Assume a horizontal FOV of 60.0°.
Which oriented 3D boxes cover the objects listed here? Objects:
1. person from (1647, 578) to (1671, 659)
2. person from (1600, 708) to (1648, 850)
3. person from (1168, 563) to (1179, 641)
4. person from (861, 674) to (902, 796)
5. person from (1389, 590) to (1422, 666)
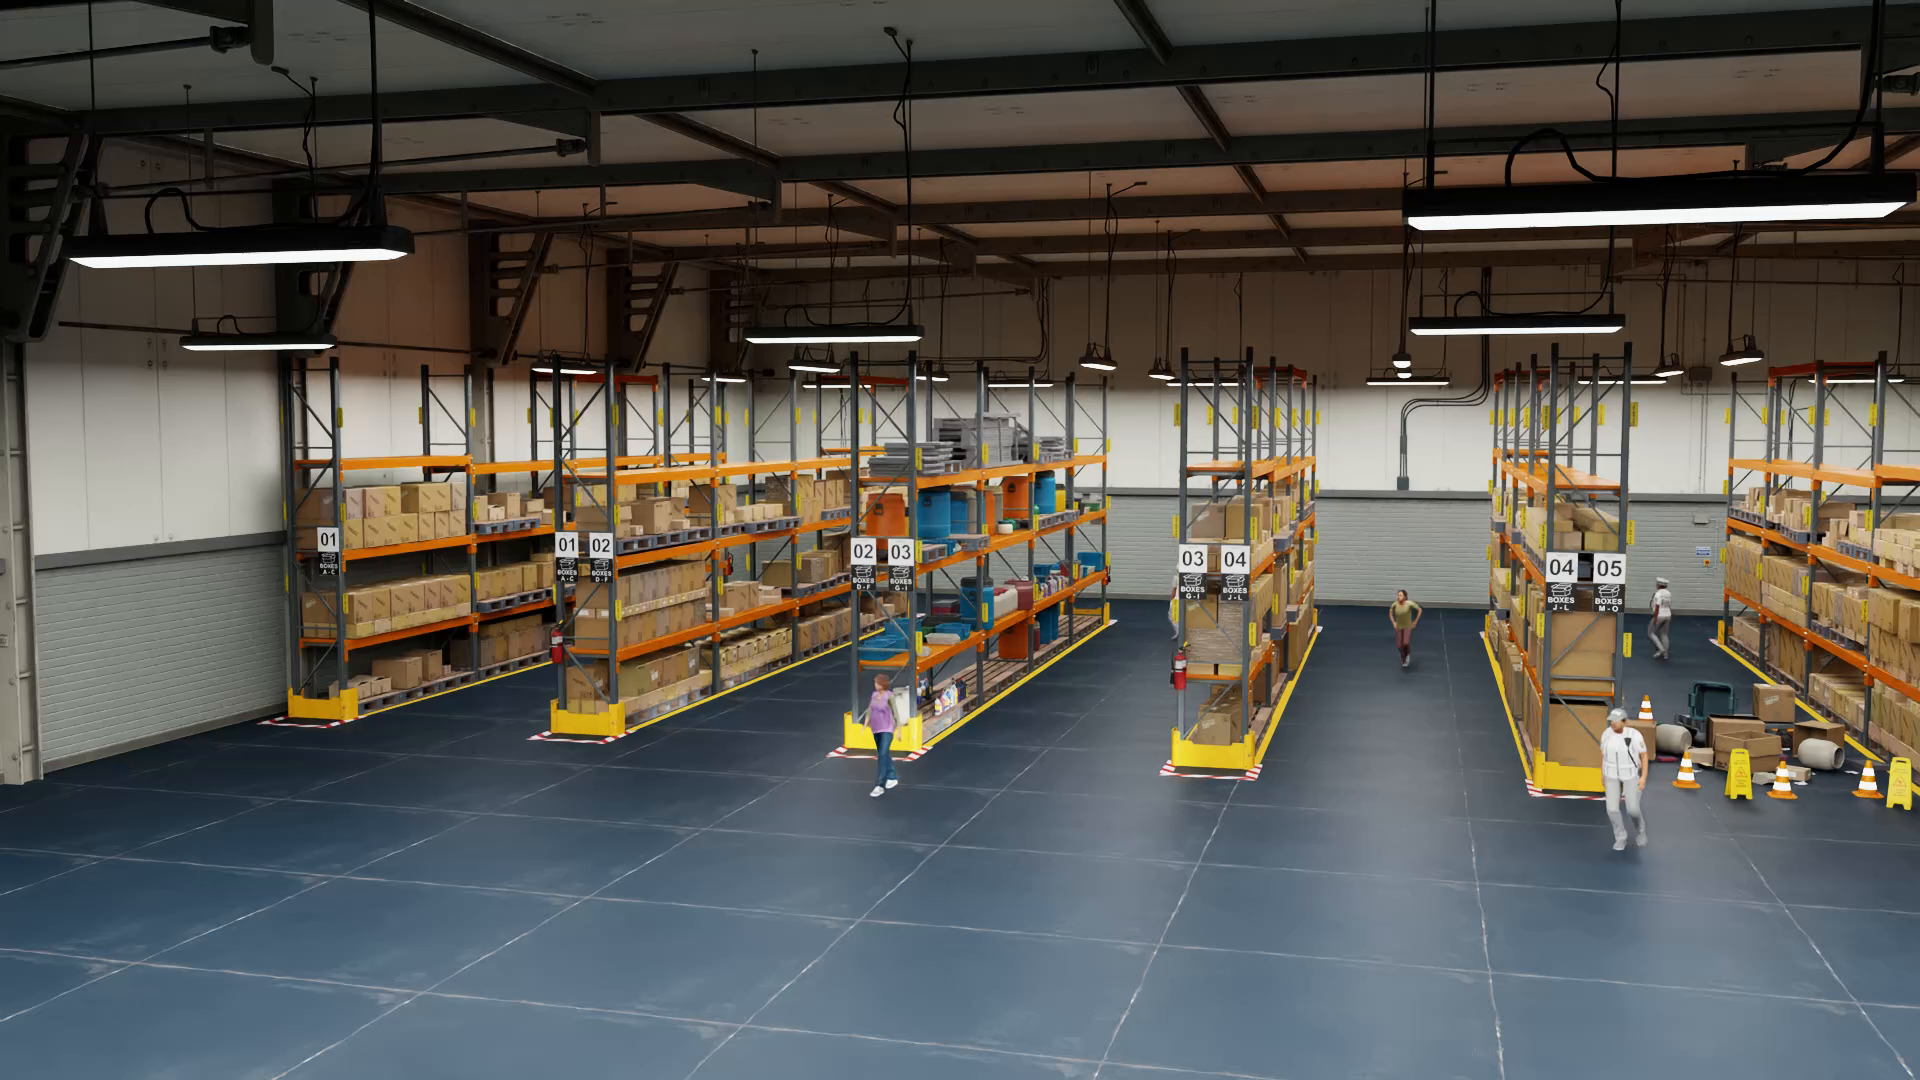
[{"bbox_3d":[14.571,1.628,34.539,0.503,1.681,0.427,-2,5,-27],"label":"person"},{"bbox_3d":[7.731,2.768,19.383,0.553,1.647,0.552,3,5,37],"label":"person"},{"bbox_3d":[4.963,1.384,37.165,0.609,1.785,0.467,-2,5,-27],"label":"person"},{"bbox_3d":[-1.049,2.577,22.165,0.523,1.574,0.796,4,6,44],"label":"person"},{"bbox_3d":[8.952,1.764,33.404,0.626,1.580,0.674,2,5,26],"label":"person"}]
